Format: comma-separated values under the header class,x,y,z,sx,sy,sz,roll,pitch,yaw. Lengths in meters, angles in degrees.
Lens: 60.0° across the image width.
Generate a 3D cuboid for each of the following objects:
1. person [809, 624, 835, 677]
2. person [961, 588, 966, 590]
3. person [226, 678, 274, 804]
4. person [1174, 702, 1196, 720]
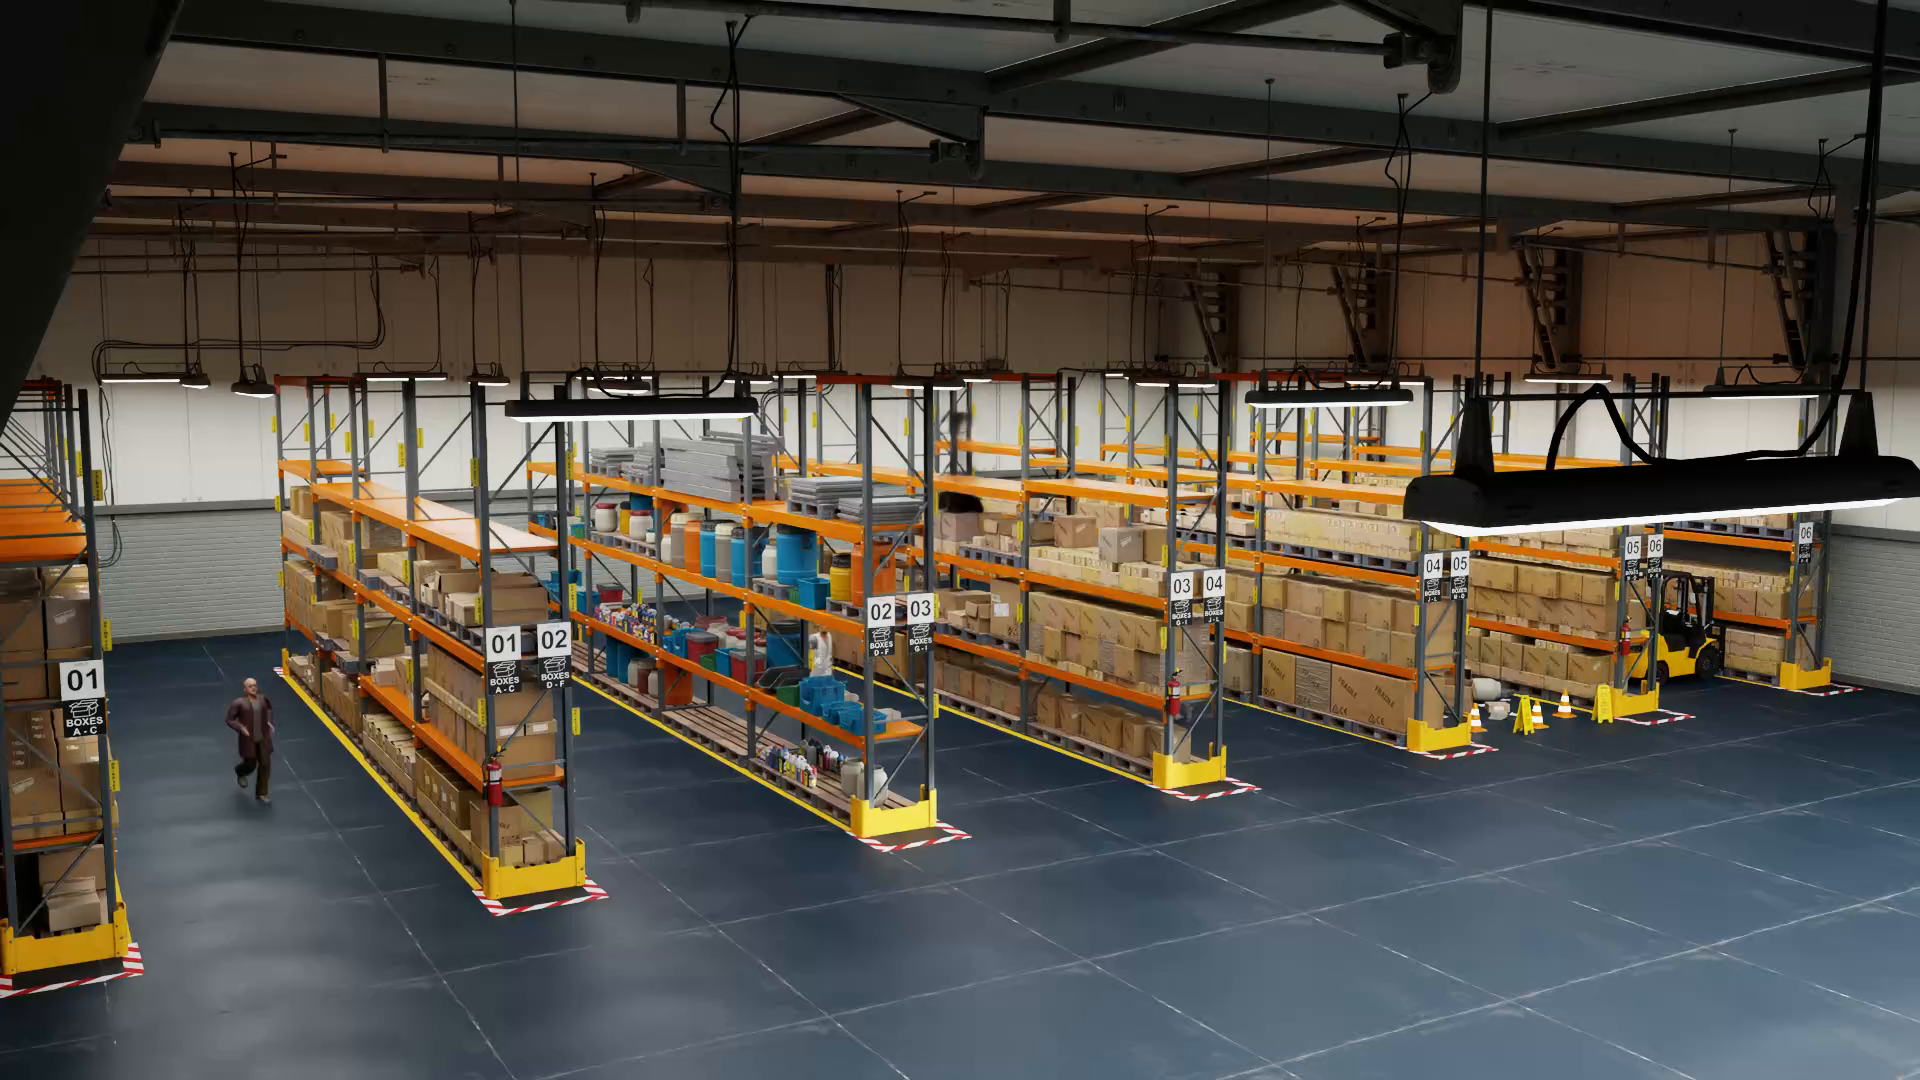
class,x,y,z,sx,sy,sz,roll,pitch,yaw
person,-2.488,2.246,29.365,0.969,1.772,0.683,6,9,44
person,0.074,1.790,34.114,0.588,1.628,0.758,-4,8,-35
person,-10.148,2.855,23.875,0.711,1.764,0.918,-6,9,-44
person,3.969,2.298,28.834,0.740,1.709,0.774,-6,9,-44
